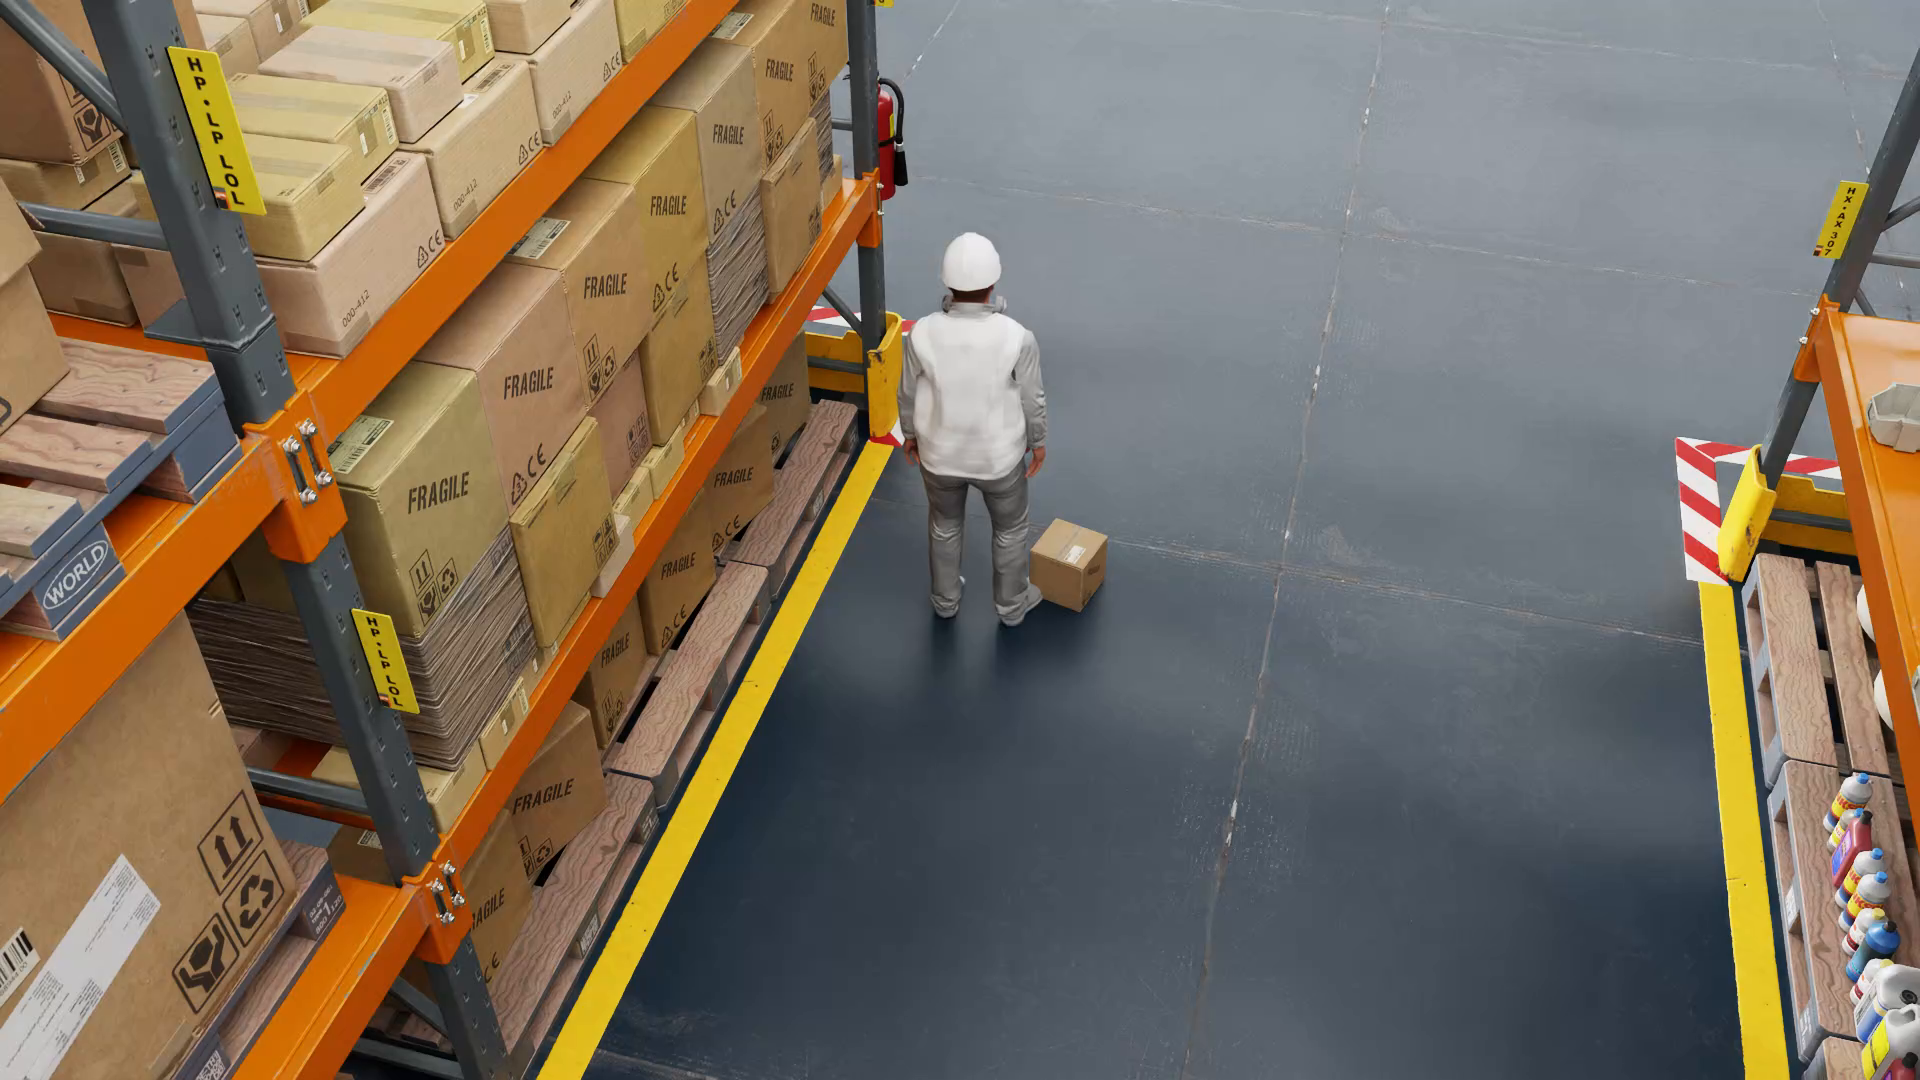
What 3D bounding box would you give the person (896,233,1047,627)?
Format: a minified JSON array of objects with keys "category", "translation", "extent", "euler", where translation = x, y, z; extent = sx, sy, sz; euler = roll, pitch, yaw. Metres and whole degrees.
[{"category":"person","translation":[0.053,-0.390,6.590],"extent":[0.593,1.771,0.464],"euler":[7,41,8]}]
